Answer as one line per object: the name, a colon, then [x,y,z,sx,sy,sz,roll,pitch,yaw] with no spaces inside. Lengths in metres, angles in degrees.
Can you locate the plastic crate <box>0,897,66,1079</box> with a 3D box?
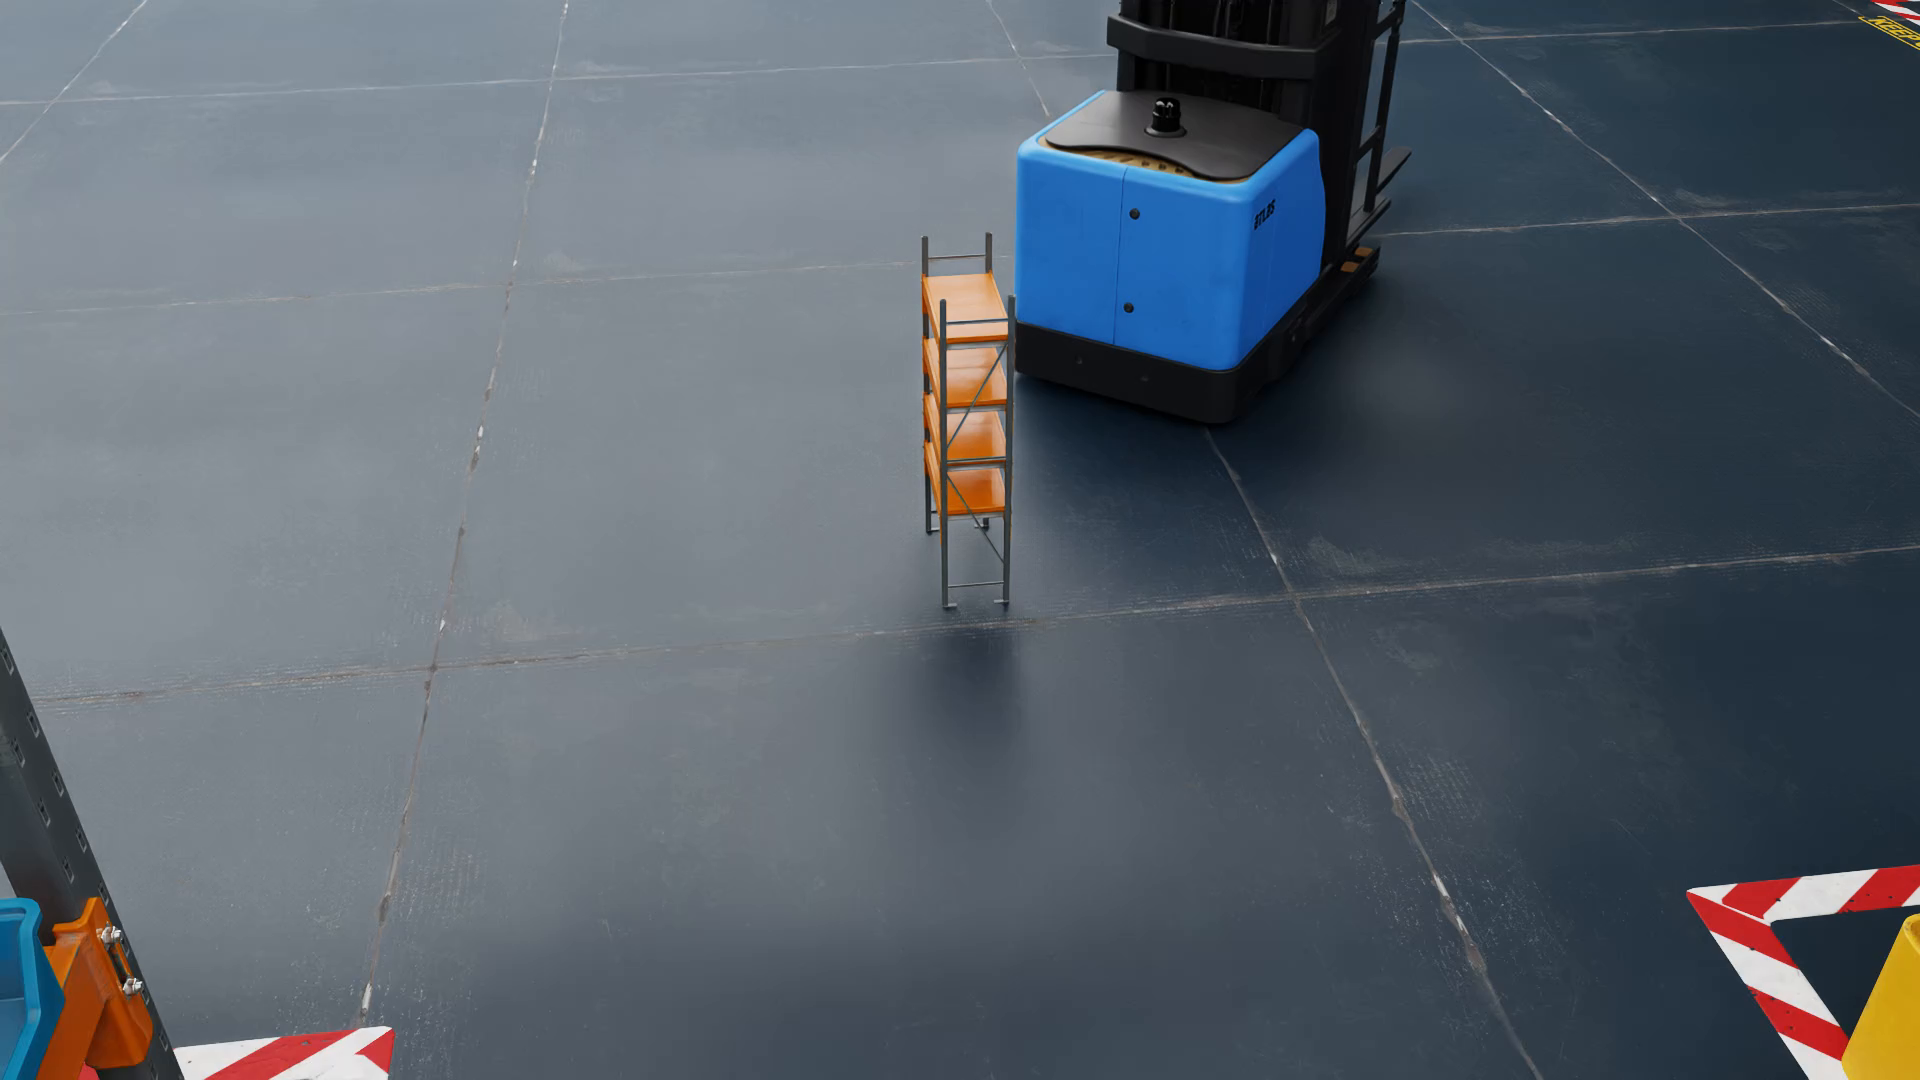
plastic crate: [-1.685,0.842,2.482,0.499,0.251,0.616,-4,35,-6]

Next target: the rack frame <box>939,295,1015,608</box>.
rack frame: [0.055,-0.267,5.577,0.240,1.200,0.015,-4,35,-6]

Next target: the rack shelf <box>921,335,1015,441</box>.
rack shelf: [0.022,-0.533,5.688,0.258,0.148,0.480,-4,35,-6]

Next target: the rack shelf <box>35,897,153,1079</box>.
rack shelf: [-1.780,1.938,1.382,1.077,0.370,4.000,-4,35,-6]

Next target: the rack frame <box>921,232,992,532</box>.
rack frame: [-0.011,-0.540,5.976,0.240,1.200,0.015,-4,35,-6]

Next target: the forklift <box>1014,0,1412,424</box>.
forklift: [1.385,-2.493,7.305,1.130,2.935,3.031,18,38,24]

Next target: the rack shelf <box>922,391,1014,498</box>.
rack shelf: [0.022,-0.348,5.814,0.258,0.148,0.480,-4,35,-6]

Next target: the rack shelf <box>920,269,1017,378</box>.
rack shelf: [0.022,-0.728,5.555,0.258,0.148,0.480,-4,35,-6]

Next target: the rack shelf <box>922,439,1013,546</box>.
rack shelf: [0.022,-0.184,5.926,0.258,0.148,0.480,-4,35,-6]

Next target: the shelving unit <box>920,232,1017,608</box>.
shelving unit: [0.022,-0.403,5.777,0.258,1.200,0.503,-4,35,-6]

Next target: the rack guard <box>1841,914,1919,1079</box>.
rack guard: [2.857,1.171,4.088,1.175,0.500,0.348,-4,35,-6]
